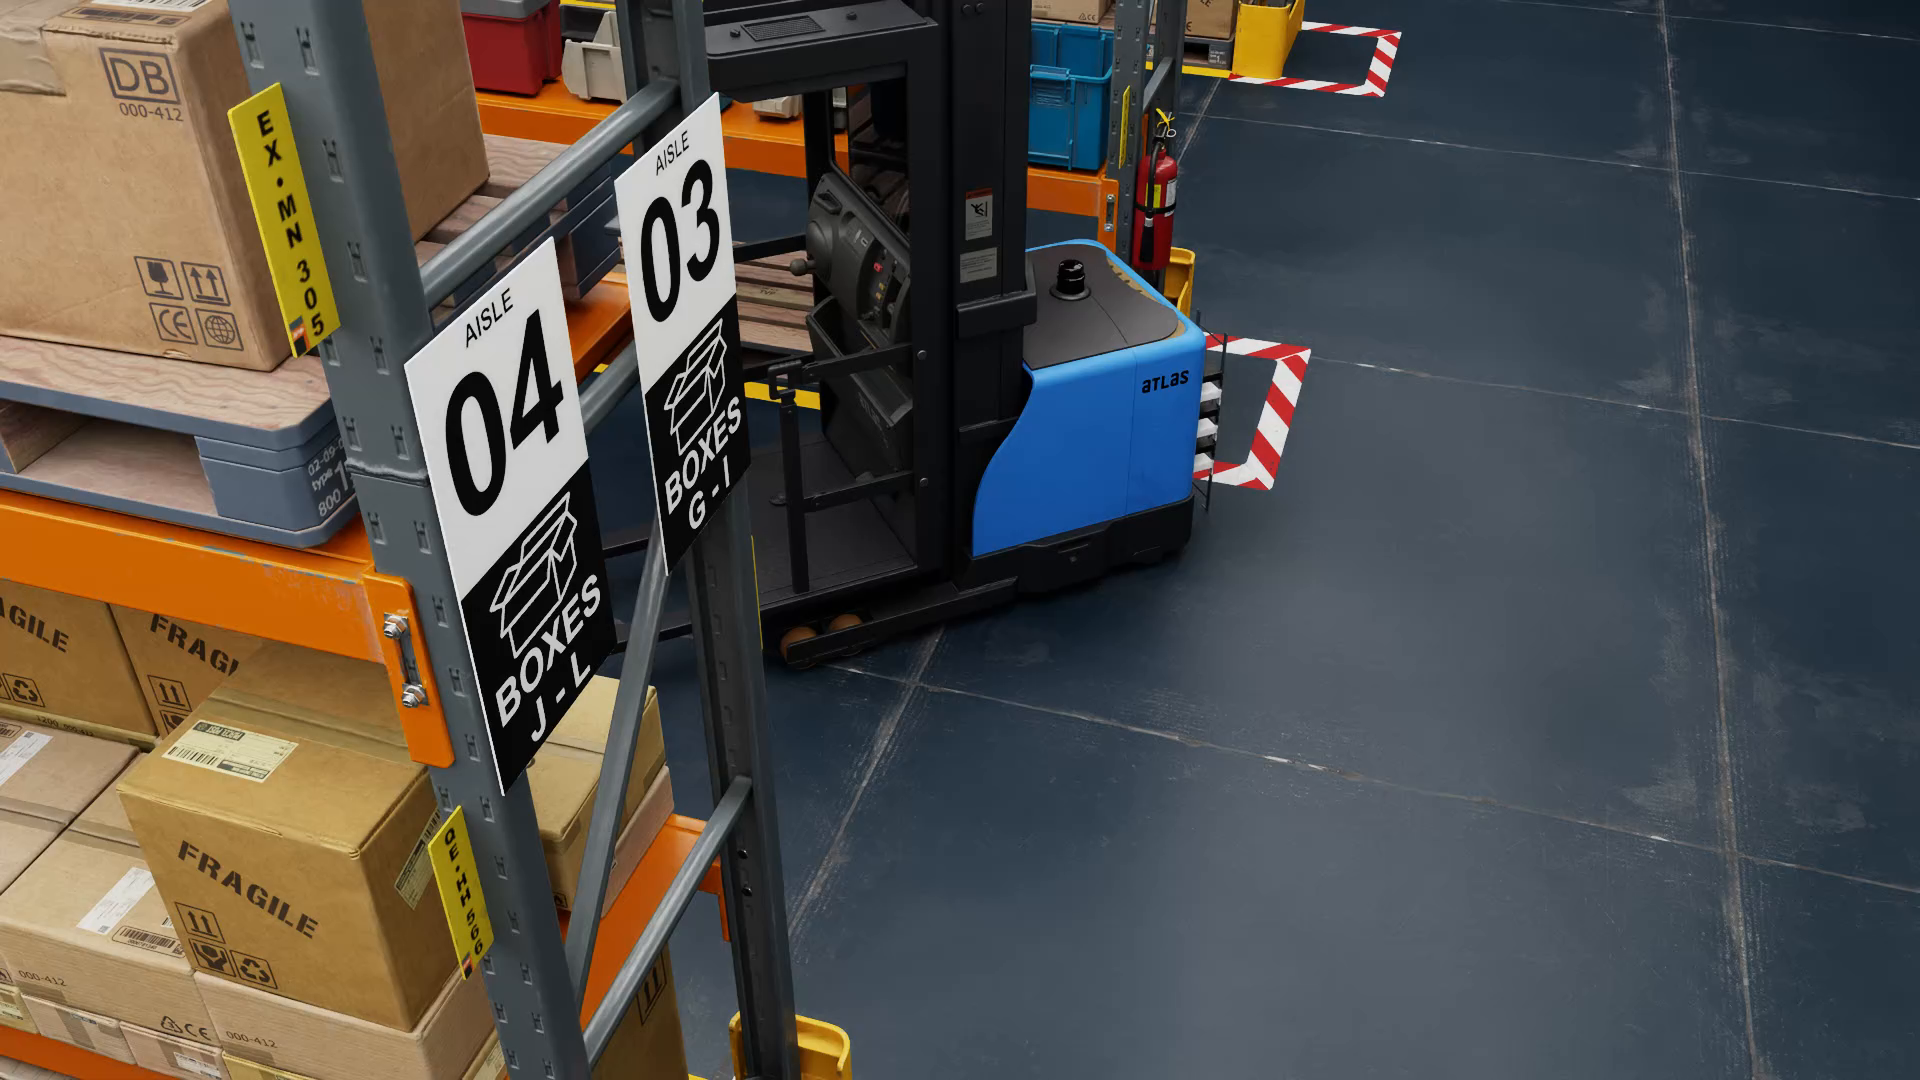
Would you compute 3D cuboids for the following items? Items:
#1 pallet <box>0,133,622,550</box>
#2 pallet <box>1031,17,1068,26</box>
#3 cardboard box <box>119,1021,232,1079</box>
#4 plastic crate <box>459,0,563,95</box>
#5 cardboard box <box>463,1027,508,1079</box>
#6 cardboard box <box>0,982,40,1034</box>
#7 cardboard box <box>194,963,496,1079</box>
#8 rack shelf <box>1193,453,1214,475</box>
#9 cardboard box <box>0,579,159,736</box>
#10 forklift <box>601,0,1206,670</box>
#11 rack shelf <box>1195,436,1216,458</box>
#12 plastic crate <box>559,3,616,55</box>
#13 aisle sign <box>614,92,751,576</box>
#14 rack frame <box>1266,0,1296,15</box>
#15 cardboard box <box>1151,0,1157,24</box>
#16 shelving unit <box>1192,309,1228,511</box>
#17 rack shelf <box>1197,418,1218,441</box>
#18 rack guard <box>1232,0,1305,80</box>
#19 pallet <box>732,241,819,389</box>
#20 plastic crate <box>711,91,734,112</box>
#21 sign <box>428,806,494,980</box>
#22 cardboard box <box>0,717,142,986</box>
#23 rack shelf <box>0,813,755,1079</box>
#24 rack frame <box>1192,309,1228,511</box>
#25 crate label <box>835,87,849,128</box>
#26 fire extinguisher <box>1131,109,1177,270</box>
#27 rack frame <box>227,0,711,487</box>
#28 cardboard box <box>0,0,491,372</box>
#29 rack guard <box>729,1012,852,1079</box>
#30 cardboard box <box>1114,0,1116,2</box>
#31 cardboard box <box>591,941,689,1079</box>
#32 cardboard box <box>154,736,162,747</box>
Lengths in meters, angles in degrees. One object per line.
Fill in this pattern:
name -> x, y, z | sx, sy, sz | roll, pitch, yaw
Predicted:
pallet -> -1.357, -0.456, 2.883 | 1.213, 0.211, 1.003 | 10, 38, 14
pallet -> 0.318, -4.010, 12.520 | 1.213, 0.211, 1.003 | 10, 38, 14
cardboard box -> -1.573, 0.976, 3.605 | 0.250, 0.149, 0.380 | 11, 38, 14
plastic crate -> -2.209, -2.418, 7.900 | 0.583, 0.464, 0.402 | 10, 38, 14
cardboard box -> -1.083, 1.066, 3.483 | 0.250, 0.149, 0.380 | 11, 38, 15
cardboard box -> -2.059, 0.887, 3.727 | 0.250, 0.149, 0.380 | 10, 37, 13
cardboard box -> -1.187, 0.847, 3.444 | 0.500, 0.250, 0.500 | 10, 38, 13
rack shelf -> 0.967, -0.358, 7.337 | 0.200, 0.077, 0.258 | -15, 39, -19
cardboard box -> -1.997, 0.066, 3.872 | 0.500, 0.500, 0.500 | 10, 37, 13
forklift -> -0.571, -1.029, 6.175 | 3.031, 2.935, 1.130 | -15, 39, -19
rack shelf -> 0.967, -0.431, 7.284 | 0.200, 0.077, 0.258 | -15, 39, -19
plastic crate -> -1.838, -2.535, 8.345 | 0.590, 0.125, 0.437 | 10, 38, 14
aisle sign -> -0.487, -0.362, 3.019 | 0.004, 0.787, 0.394 | 10, 38, 14
rack frame -> 2.312, -4.763, 11.190 | 0.127, 3.000, 1.000 | 10, 38, 14
cardboard box -> 1.360, -3.878, 12.007 | 0.250, 0.166, 0.380 | 10, 38, 14
shelving unit -> 0.967, -0.530, 7.211 | 0.210, 0.900, 0.258 | -15, 39, -19
rack shelf -> 0.967, -0.503, 7.231 | 0.200, 0.077, 0.258 | -15, 39, -19
rack guard -> 2.240, -3.769, 11.949 | 0.348, 0.500, 1.175 | 10, 38, 14
pallet -> -1.105, -1.222, 8.732 | 1.213, 0.211, 1.003 | 10, 38, 14
plastic crate -> -1.205, -2.135, 7.711 | 0.300, 0.233, 0.416 | 10, 38, 14
sign -> -0.820, 0.585, 2.749 | 0.005, 0.325, 0.100 | 10, 38, 14
cardboard box -> -2.157, 0.667, 3.689 | 0.500, 0.250, 0.500 | 9, 37, 12
rack shelf -> -2.554, 0.778, 4.269 | 4.000, 0.370, 1.077 | 10, 38, 14
rack frame -> 1.060, -0.555, 7.245 | 0.006, 0.900, 0.240 | -15, 39, -19
crate label -> -0.546, -2.015, 7.629 | 0.243, 0.136, 0.396 | 10, 38, 14
fire extinguisher -> 0.840, -1.496, 7.131 | 0.183, 0.674, 0.296 | 10, 38, 14
rack frame -> -0.645, -1.574, 1.798 | 0.127, 3.000, 1.000 | 10, 38, 14
cardboard box -> -1.158, -0.678, 2.587 | 0.500, 0.500, 0.700 | 8, 37, 11
rack guard -> -0.622, 1.853, 4.311 | 0.348, 0.500, 1.175 | 10, 38, 14
cardboard box -> 1.400, -4.177, 12.344 | 0.500, 0.250, 0.500 | 10, 38, 14
cardboard box -> -1.280, 1.460, 4.173 | 0.875, 0.875, 0.875 | 10, 38, 14
cardboard box -> -1.521, 0.457, 3.975 | 0.500, 0.250, 0.500 | 10, 38, 13
